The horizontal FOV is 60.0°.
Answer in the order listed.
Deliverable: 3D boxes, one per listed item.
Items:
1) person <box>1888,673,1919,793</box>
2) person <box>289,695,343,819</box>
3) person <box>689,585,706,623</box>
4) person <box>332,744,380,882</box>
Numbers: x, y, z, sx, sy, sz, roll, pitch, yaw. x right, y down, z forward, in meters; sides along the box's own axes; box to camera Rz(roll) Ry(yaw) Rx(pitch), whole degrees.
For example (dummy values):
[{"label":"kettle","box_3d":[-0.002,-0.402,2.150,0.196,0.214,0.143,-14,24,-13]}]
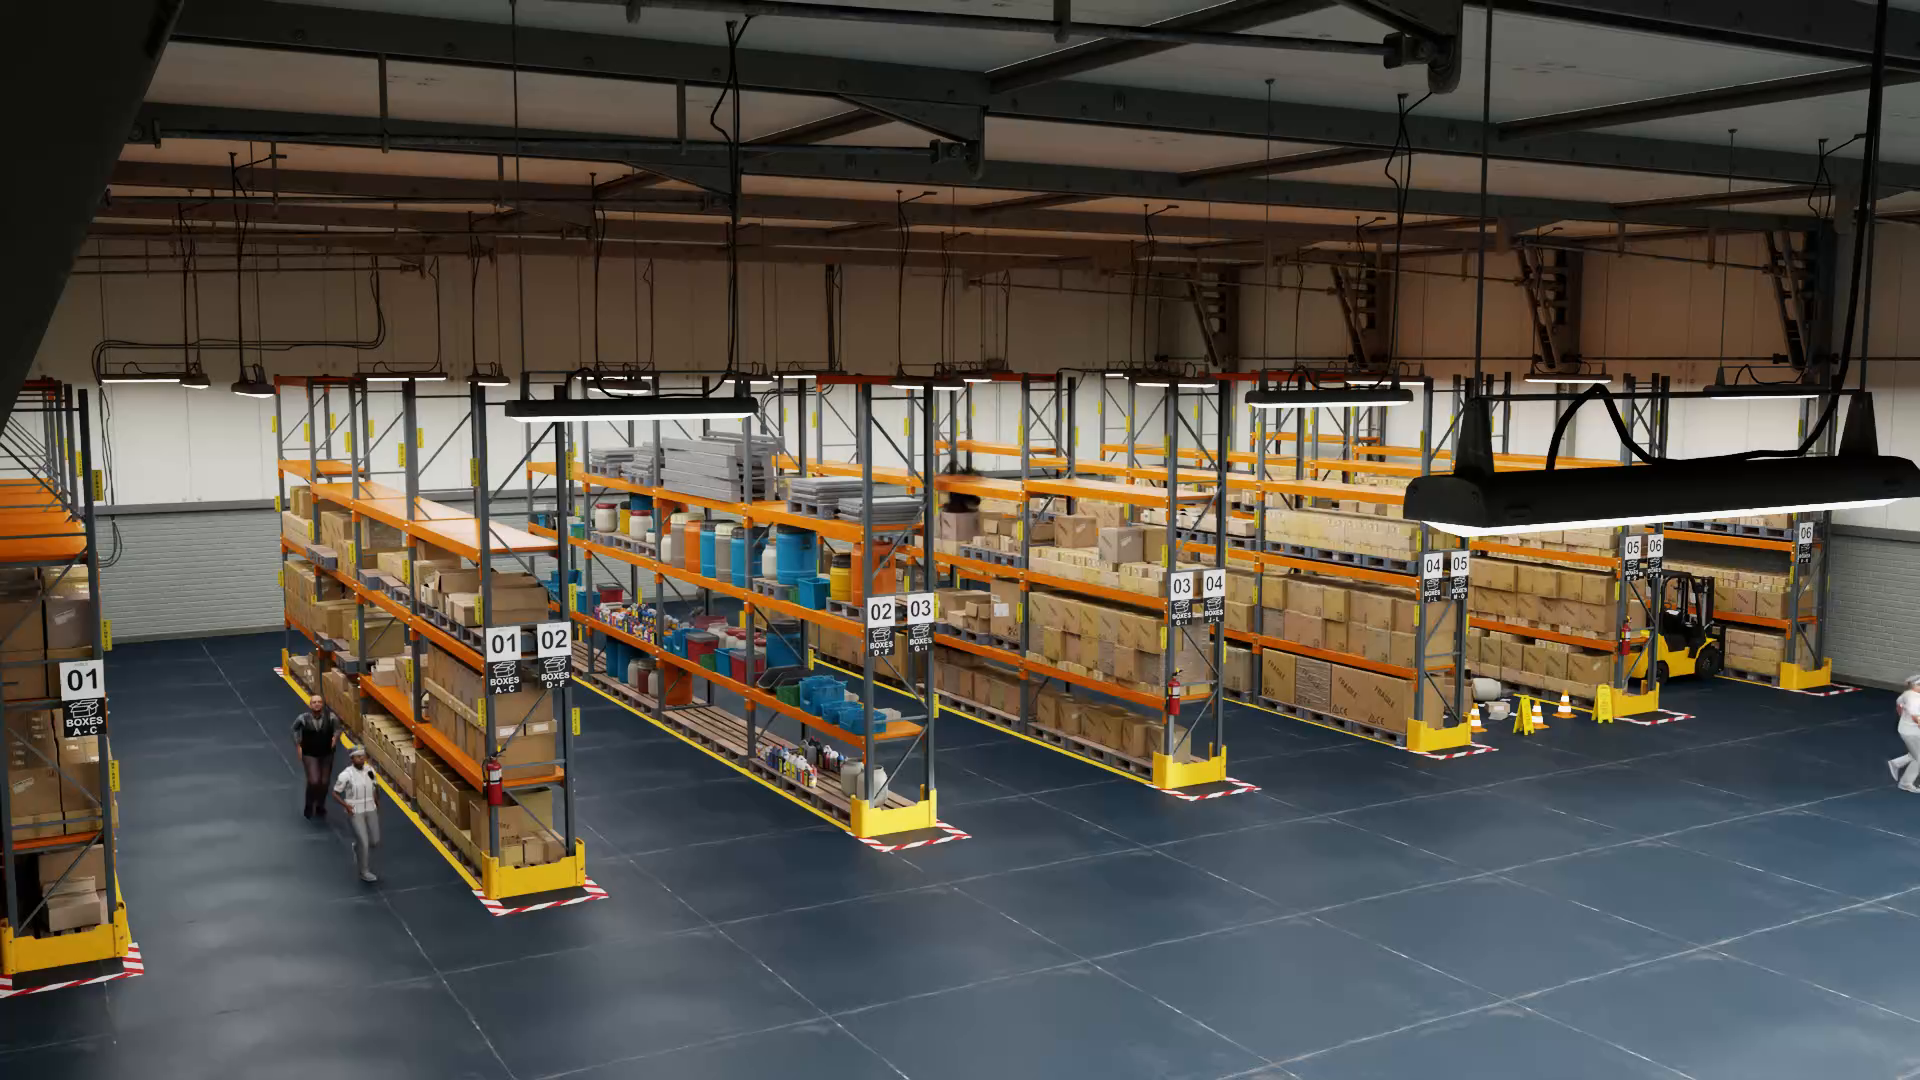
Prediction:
[{"label":"person","box_3d":[13.987,2.810,24.315,0.571,1.753,0.705,2,7,19]},{"label":"person","box_3d":[-8.819,2.981,22.891,0.661,1.708,0.669,-4,7,-32]},{"label":"person","box_3d":[-6.095,1.257,39.123,0.557,1.627,0.584,-2,7,-21]},{"label":"person","box_3d":[-7.334,3.293,20.264,0.667,1.654,0.579,6,8,42]}]
